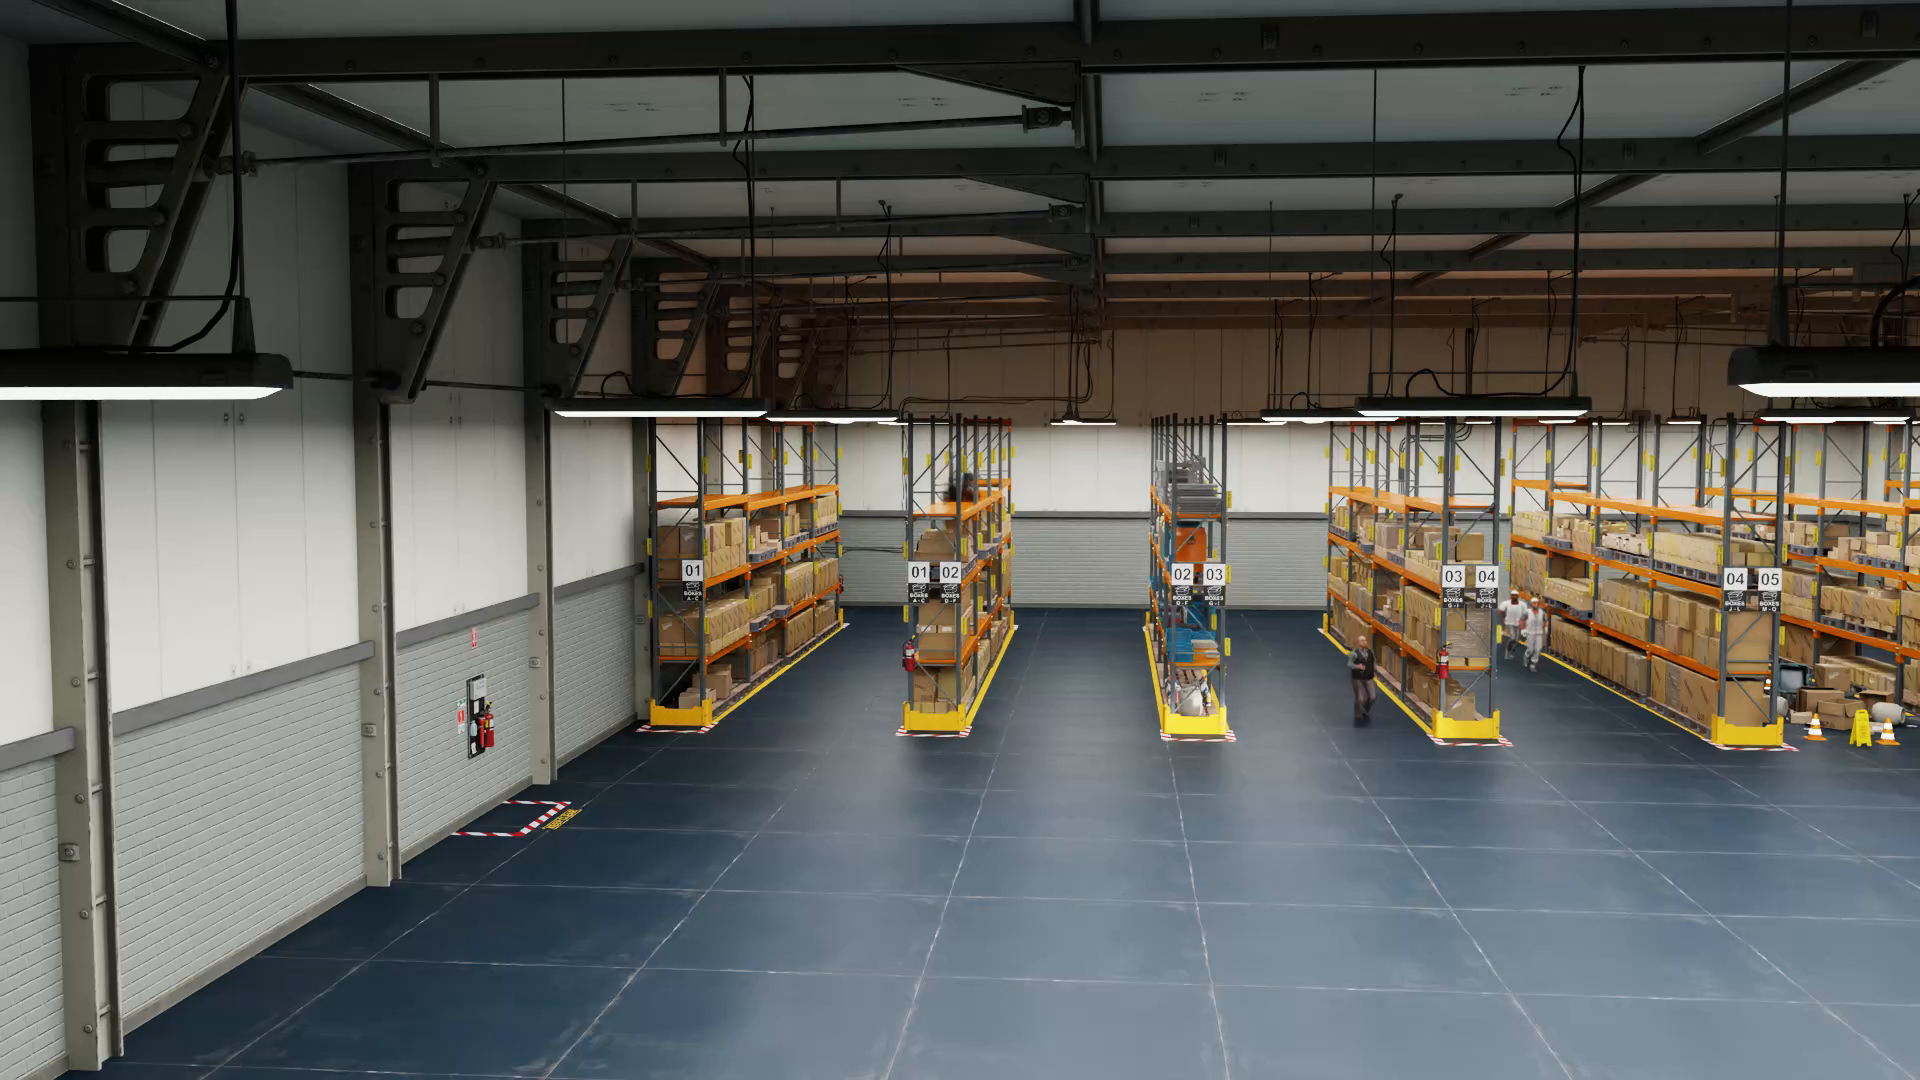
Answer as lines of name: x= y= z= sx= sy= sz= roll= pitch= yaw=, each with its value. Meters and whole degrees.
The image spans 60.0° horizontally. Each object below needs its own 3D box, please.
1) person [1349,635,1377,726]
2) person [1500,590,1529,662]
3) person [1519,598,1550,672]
person: x=7.802 y=2.718 z=32.047 sx=0.639 sy=1.749 sz=0.680 roll=0 pitch=4 yaw=-6
person: x=13.636 y=2.114 z=40.822 sx=0.663 sy=1.803 sz=0.722 roll=0 pitch=4 yaw=6
person: x=13.492 y=2.224 z=38.977 sx=0.668 sy=1.749 sz=0.583 roll=0 pitch=4 yaw=2
